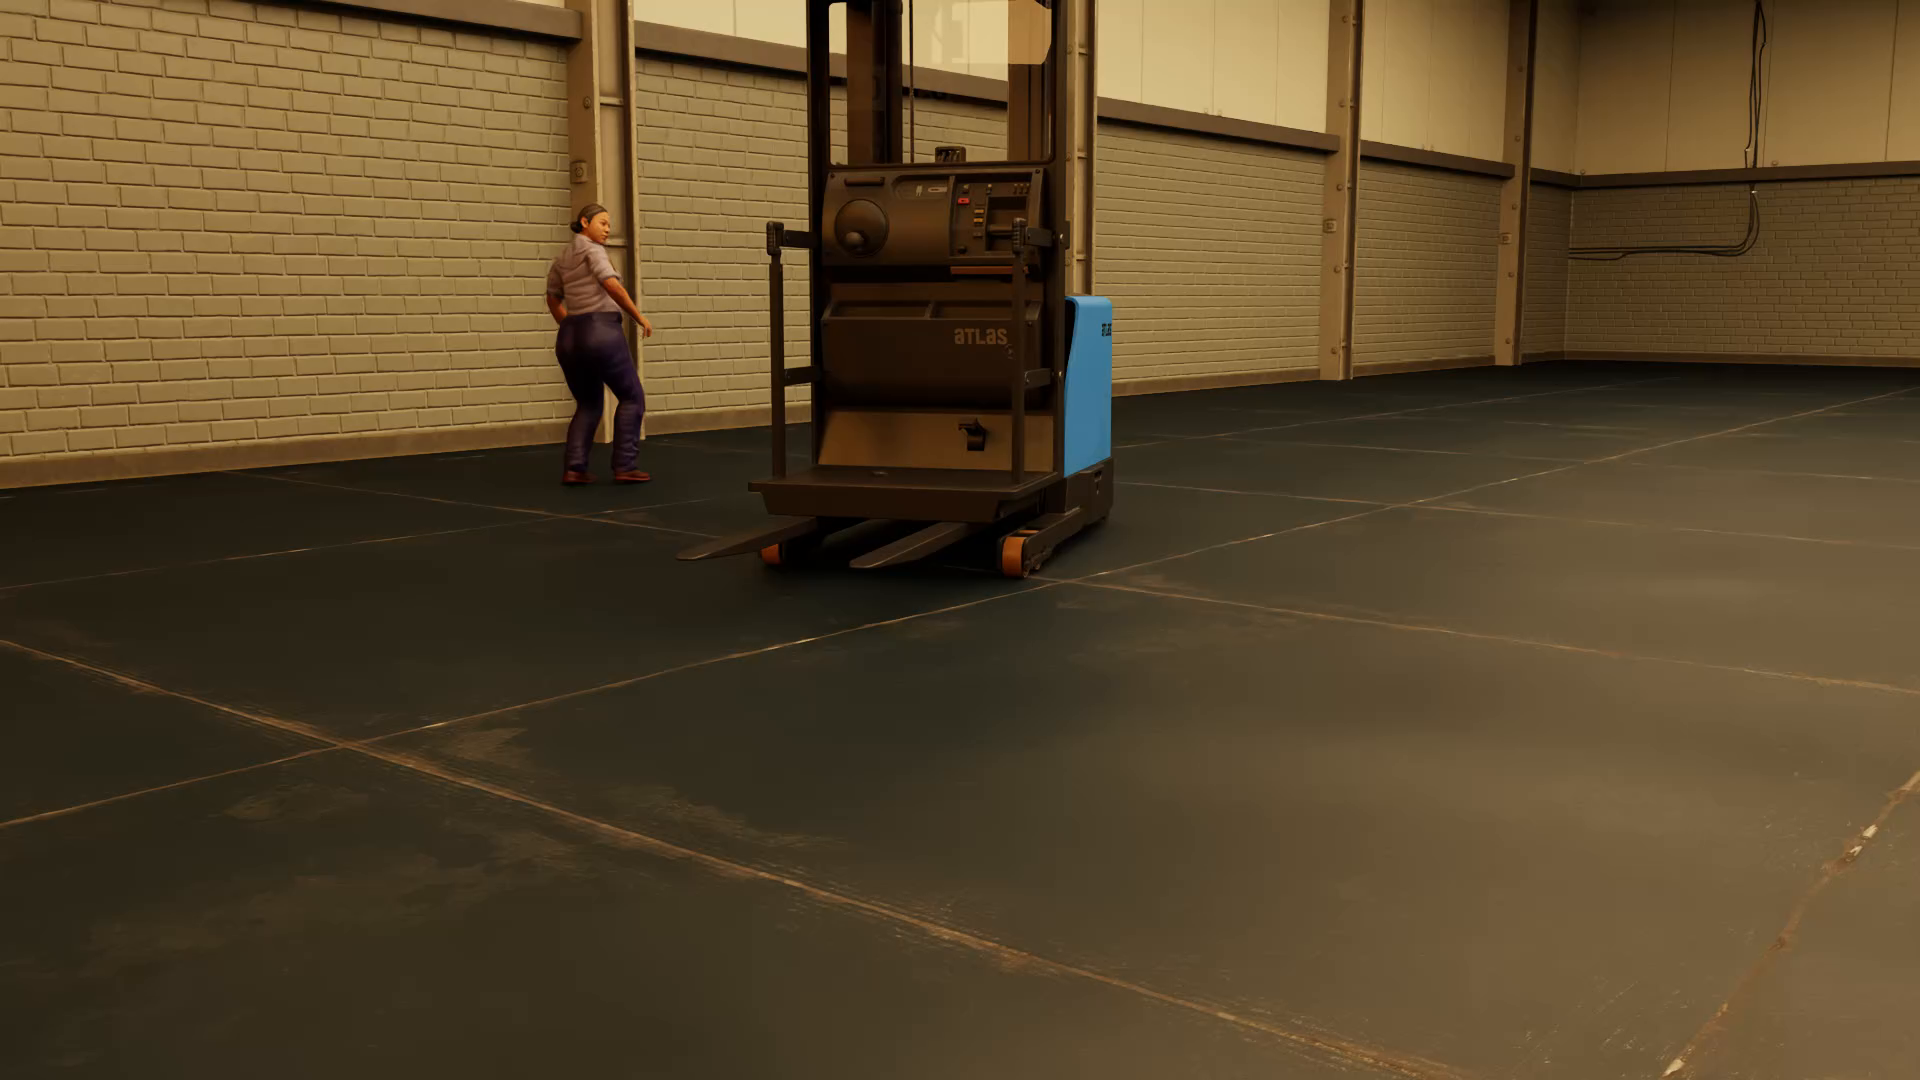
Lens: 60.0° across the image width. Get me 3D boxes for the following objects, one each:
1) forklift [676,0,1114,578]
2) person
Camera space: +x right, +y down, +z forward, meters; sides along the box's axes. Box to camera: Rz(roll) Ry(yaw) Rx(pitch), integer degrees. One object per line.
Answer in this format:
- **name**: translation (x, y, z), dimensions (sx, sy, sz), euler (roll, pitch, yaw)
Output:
- **forklift**: translation (-0.176, -1.366, 6.616), dimensions (1.130, 2.935, 3.031), euler (3, 9, 17)
- **person**: translation (-2.091, -1.120, 9.578), dimensions (0.676, 1.610, 0.495), euler (6, 10, 34)
